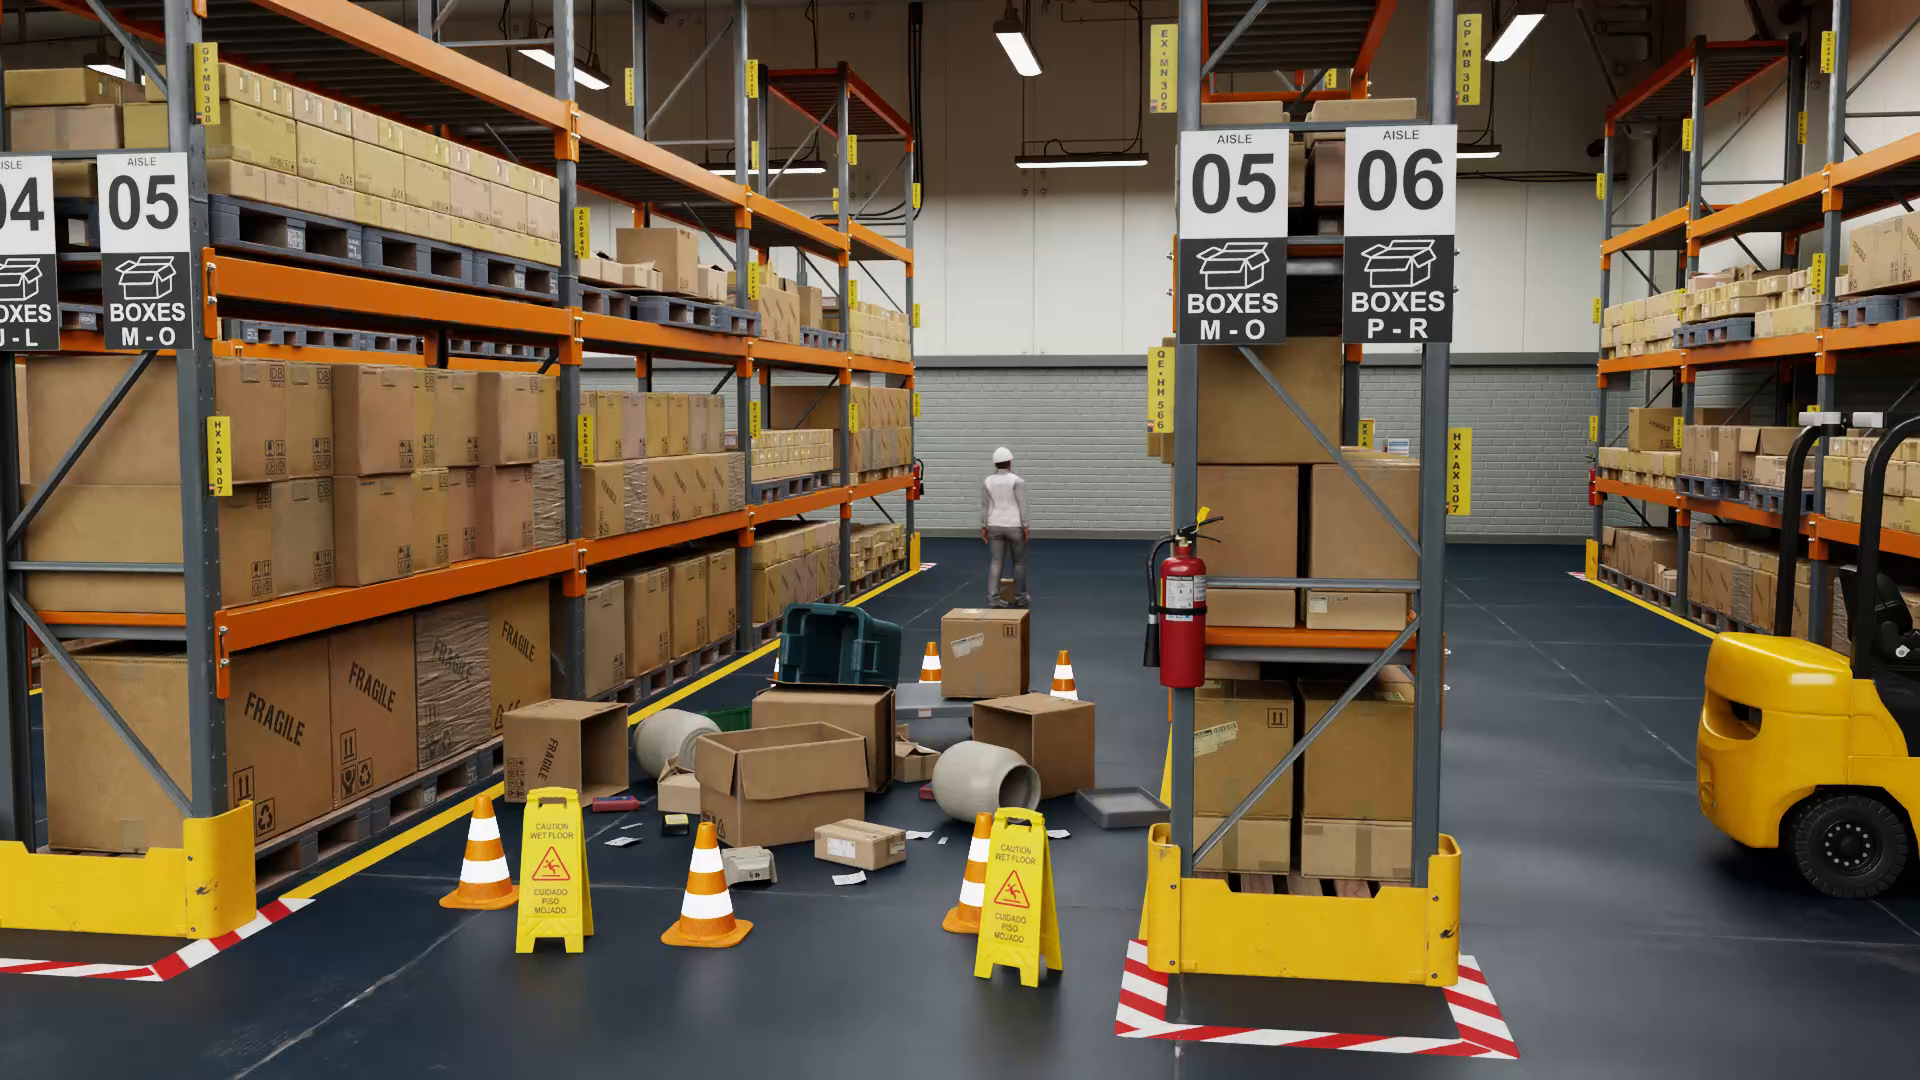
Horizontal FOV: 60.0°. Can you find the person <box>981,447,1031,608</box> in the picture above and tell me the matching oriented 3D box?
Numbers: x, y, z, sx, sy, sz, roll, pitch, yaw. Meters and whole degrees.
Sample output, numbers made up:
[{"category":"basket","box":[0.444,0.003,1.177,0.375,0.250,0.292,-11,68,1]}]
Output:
[{"category":"person","box":[0.528,-0.141,18.305,0.572,1.763,0.743,2,5,22]}]
